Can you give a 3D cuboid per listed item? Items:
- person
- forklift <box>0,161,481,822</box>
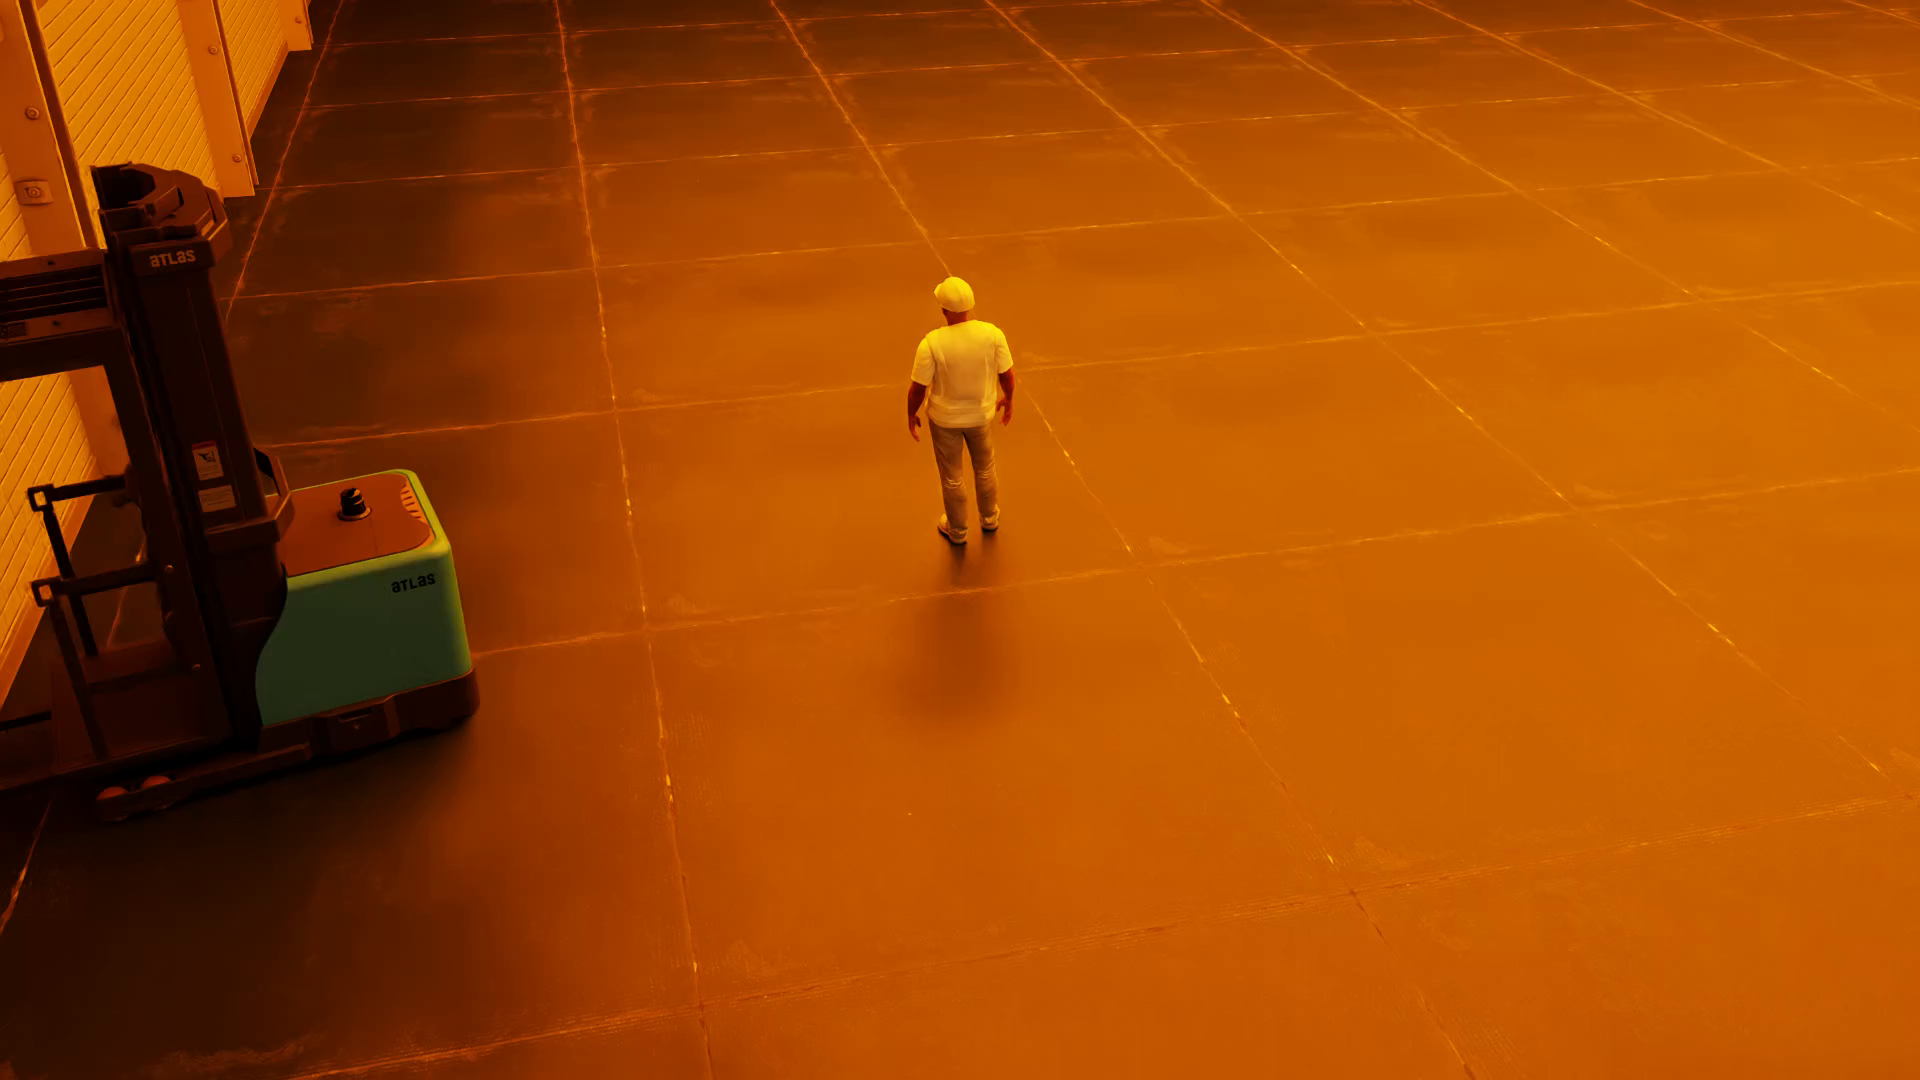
[{"bbox_3d":[-0.011,-0.805,10.114,0.665,1.768,0.575,-7,31,-12],"label":"person"},{"bbox_3d":[-4.101,-0.196,7.913,3.031,2.935,1.130,-14,33,-23],"label":"forklift"}]
